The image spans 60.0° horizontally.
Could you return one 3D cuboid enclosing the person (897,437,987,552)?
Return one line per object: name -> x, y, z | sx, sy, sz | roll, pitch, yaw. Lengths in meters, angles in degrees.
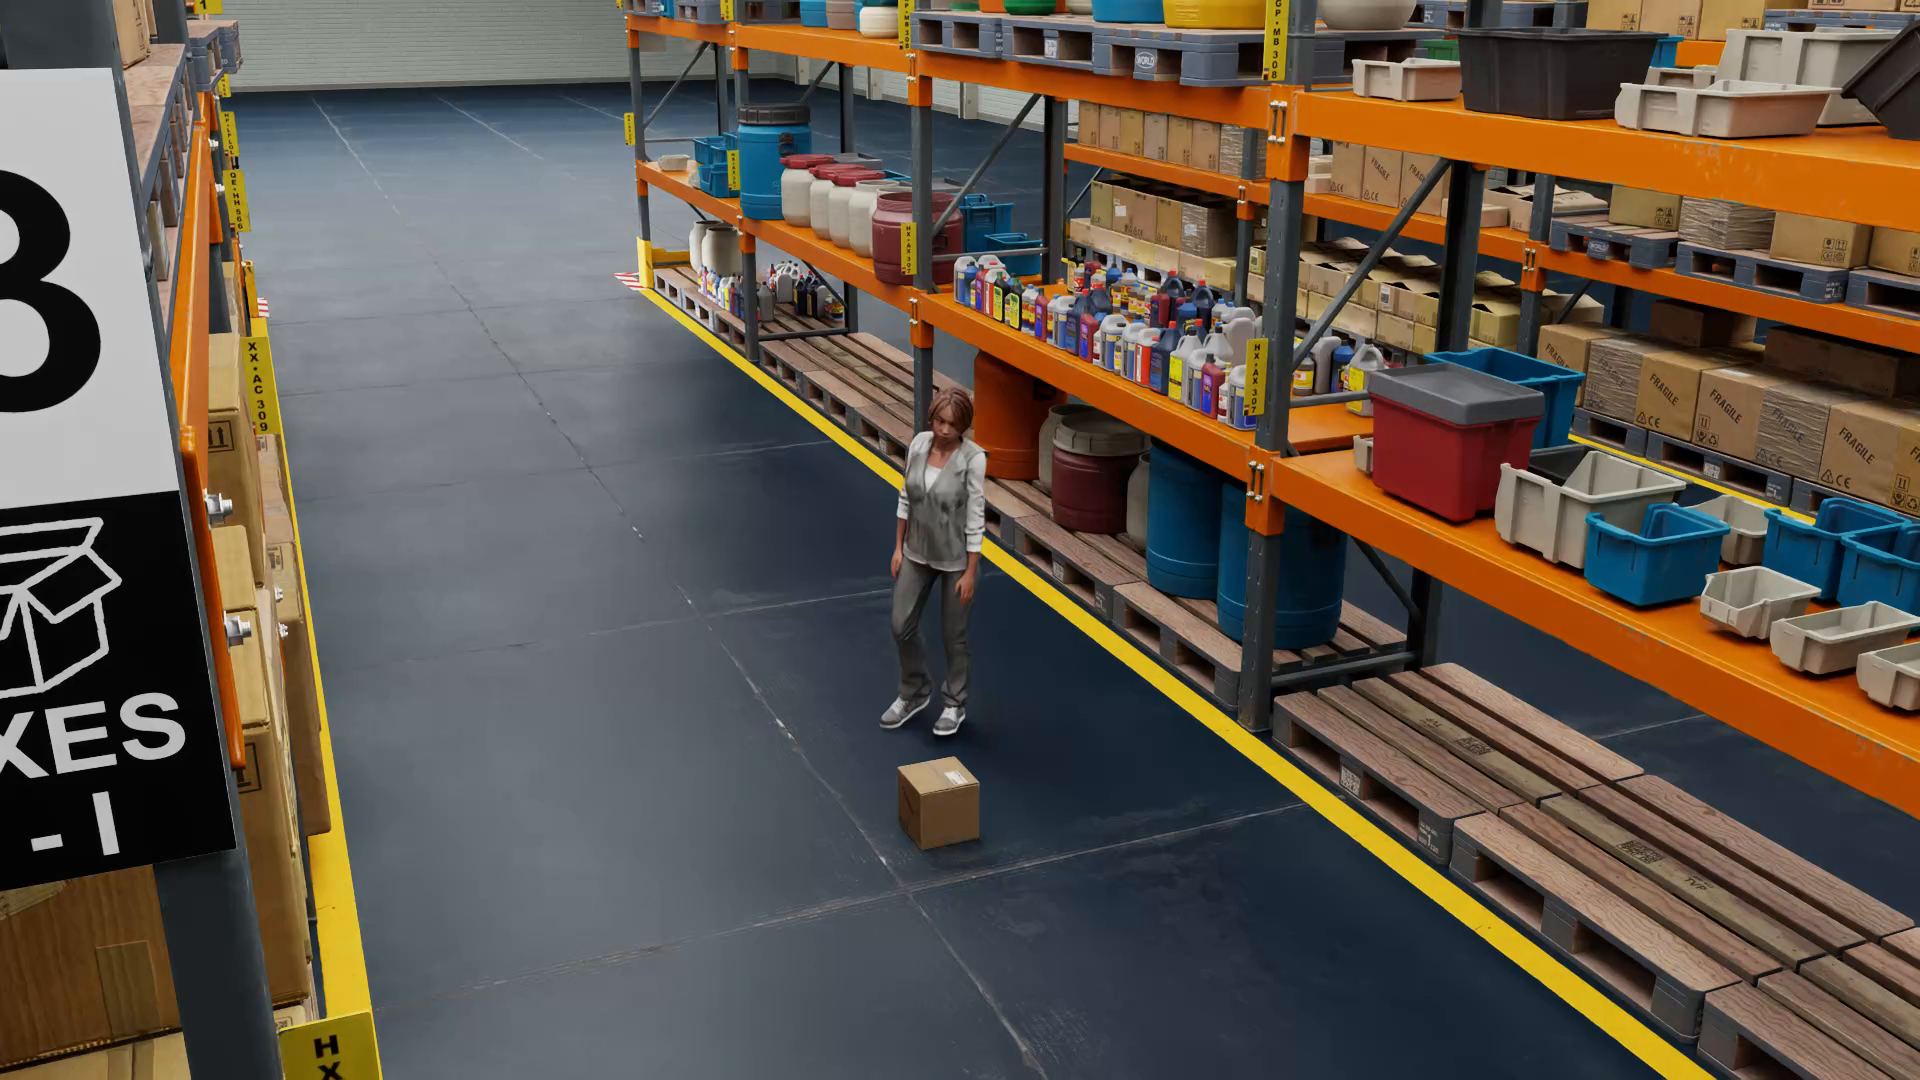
person -> -0.076, -0.175, 7.151 | 0.443, 0.552, 0.301 | 10, 22, 27
